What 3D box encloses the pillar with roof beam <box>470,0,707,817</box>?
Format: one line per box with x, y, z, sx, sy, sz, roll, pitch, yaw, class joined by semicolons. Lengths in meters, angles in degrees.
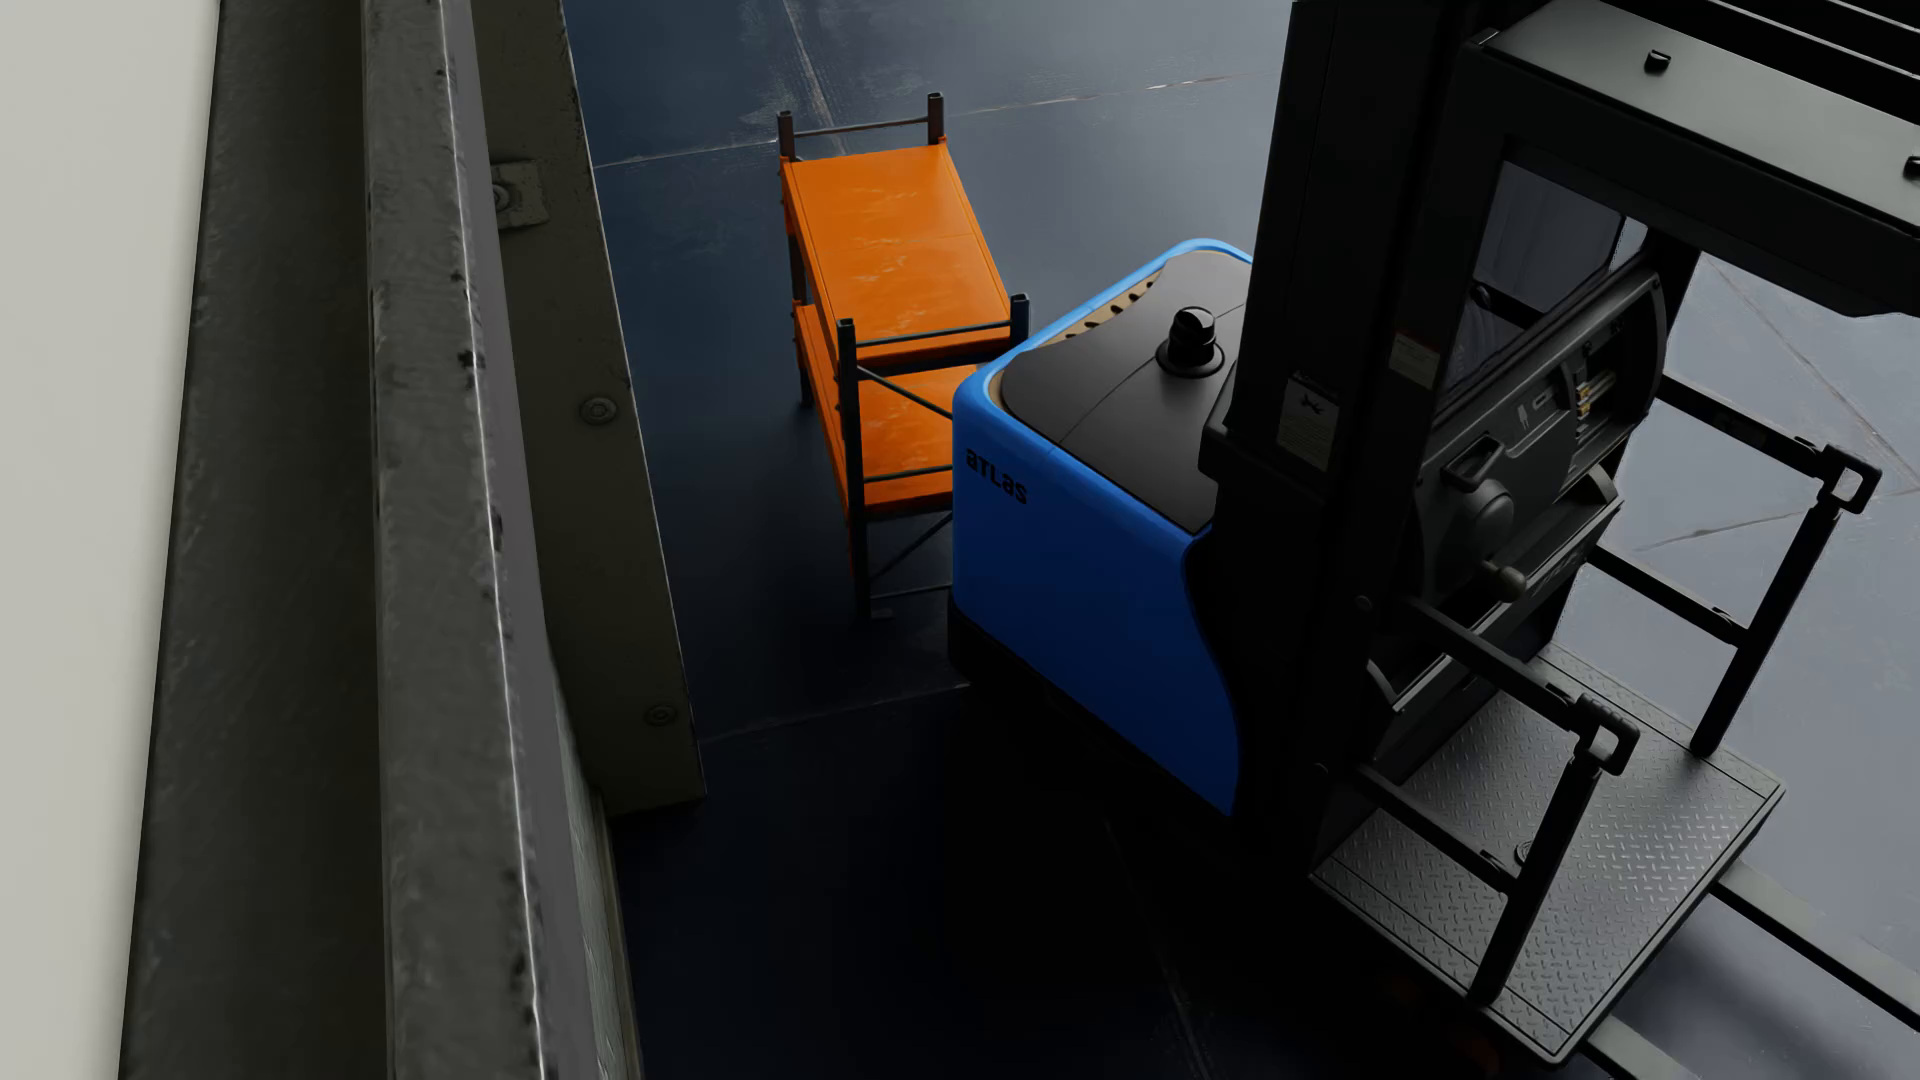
3.269;-3.344;2.226;9.100;9.000;0.400;-11;47;-10;pillar with roof beam

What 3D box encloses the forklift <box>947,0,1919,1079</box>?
1.353;-0.139;3.334;1.130;2.935;3.031;-35;55;-29;forklift

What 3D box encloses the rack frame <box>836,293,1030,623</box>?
-0.068;-0.196;4.654;0.500;1.125;0.032;-9;46;-9;rack frame

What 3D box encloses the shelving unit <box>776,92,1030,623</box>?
-0.182;-0.549;5.001;0.538;1.125;1.048;-9;46;-9;shelving unit

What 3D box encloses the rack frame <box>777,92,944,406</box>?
-0.296;-0.903;5.348;0.500;1.125;0.032;-9;46;-9;rack frame

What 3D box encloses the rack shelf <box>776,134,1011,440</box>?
-0.182;-0.754;4.792;0.538;0.278;1.000;-9;46;-9;rack shelf

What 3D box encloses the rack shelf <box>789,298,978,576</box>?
-0.182;-0.378;5.175;0.538;0.278;1.000;-9;46;-9;rack shelf
